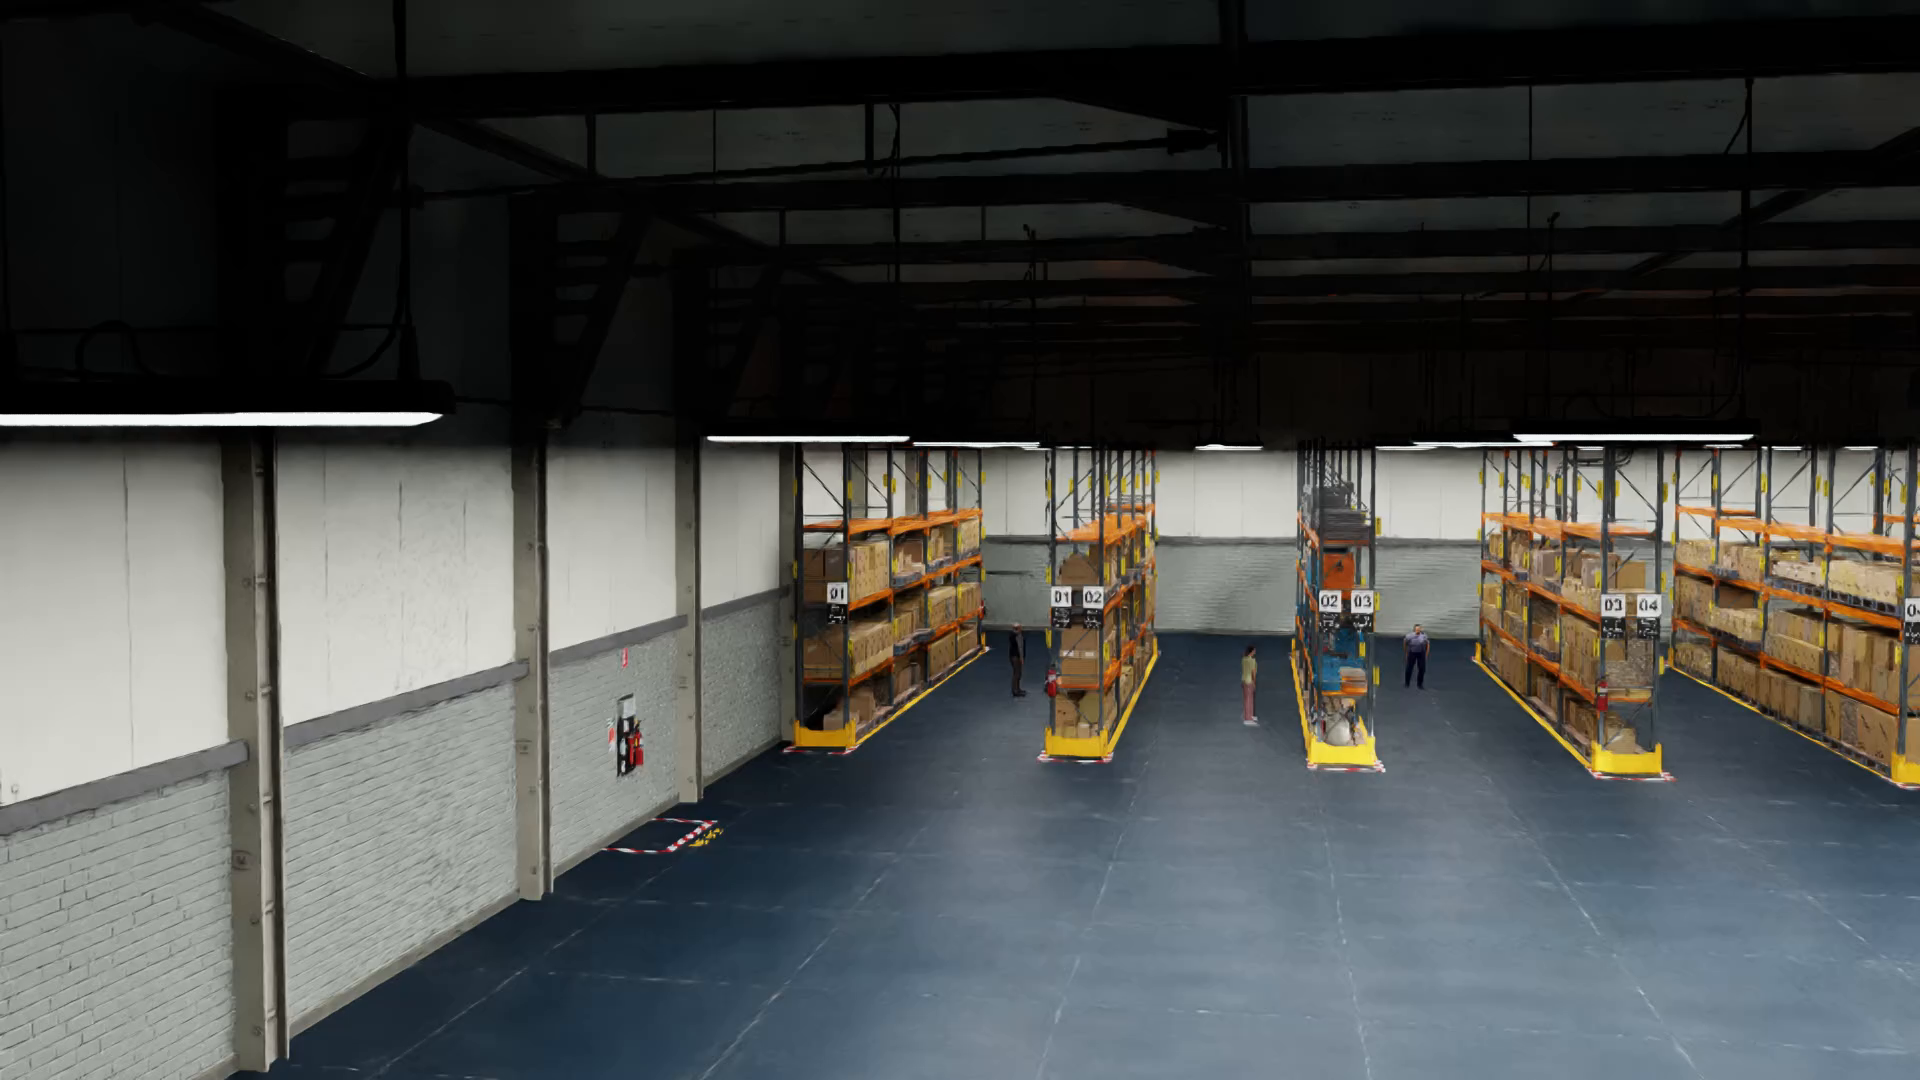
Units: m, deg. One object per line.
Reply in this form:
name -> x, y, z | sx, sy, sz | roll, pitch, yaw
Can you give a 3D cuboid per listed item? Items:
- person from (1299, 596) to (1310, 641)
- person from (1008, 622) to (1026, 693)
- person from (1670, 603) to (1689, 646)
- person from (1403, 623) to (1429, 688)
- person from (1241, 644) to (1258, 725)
person -> 10.364, 2.234, 49.142 | 0.633, 1.661, 0.866 | 2, 4, 31
person -> 1.345, 2.748, 39.052 | 0.364, 1.662, 0.584 | -1, 3, -19
person -> 20.640, 2.354, 47.653 | 0.581, 1.705, 0.961 | 2, 4, 32
person -> 11.045, 2.803, 40.278 | 0.625, 1.596, 0.510 | 0, 3, 7
person -> 6.132, 3.017, 34.975 | 0.451, 1.679, 0.541 | -1, 3, -20
